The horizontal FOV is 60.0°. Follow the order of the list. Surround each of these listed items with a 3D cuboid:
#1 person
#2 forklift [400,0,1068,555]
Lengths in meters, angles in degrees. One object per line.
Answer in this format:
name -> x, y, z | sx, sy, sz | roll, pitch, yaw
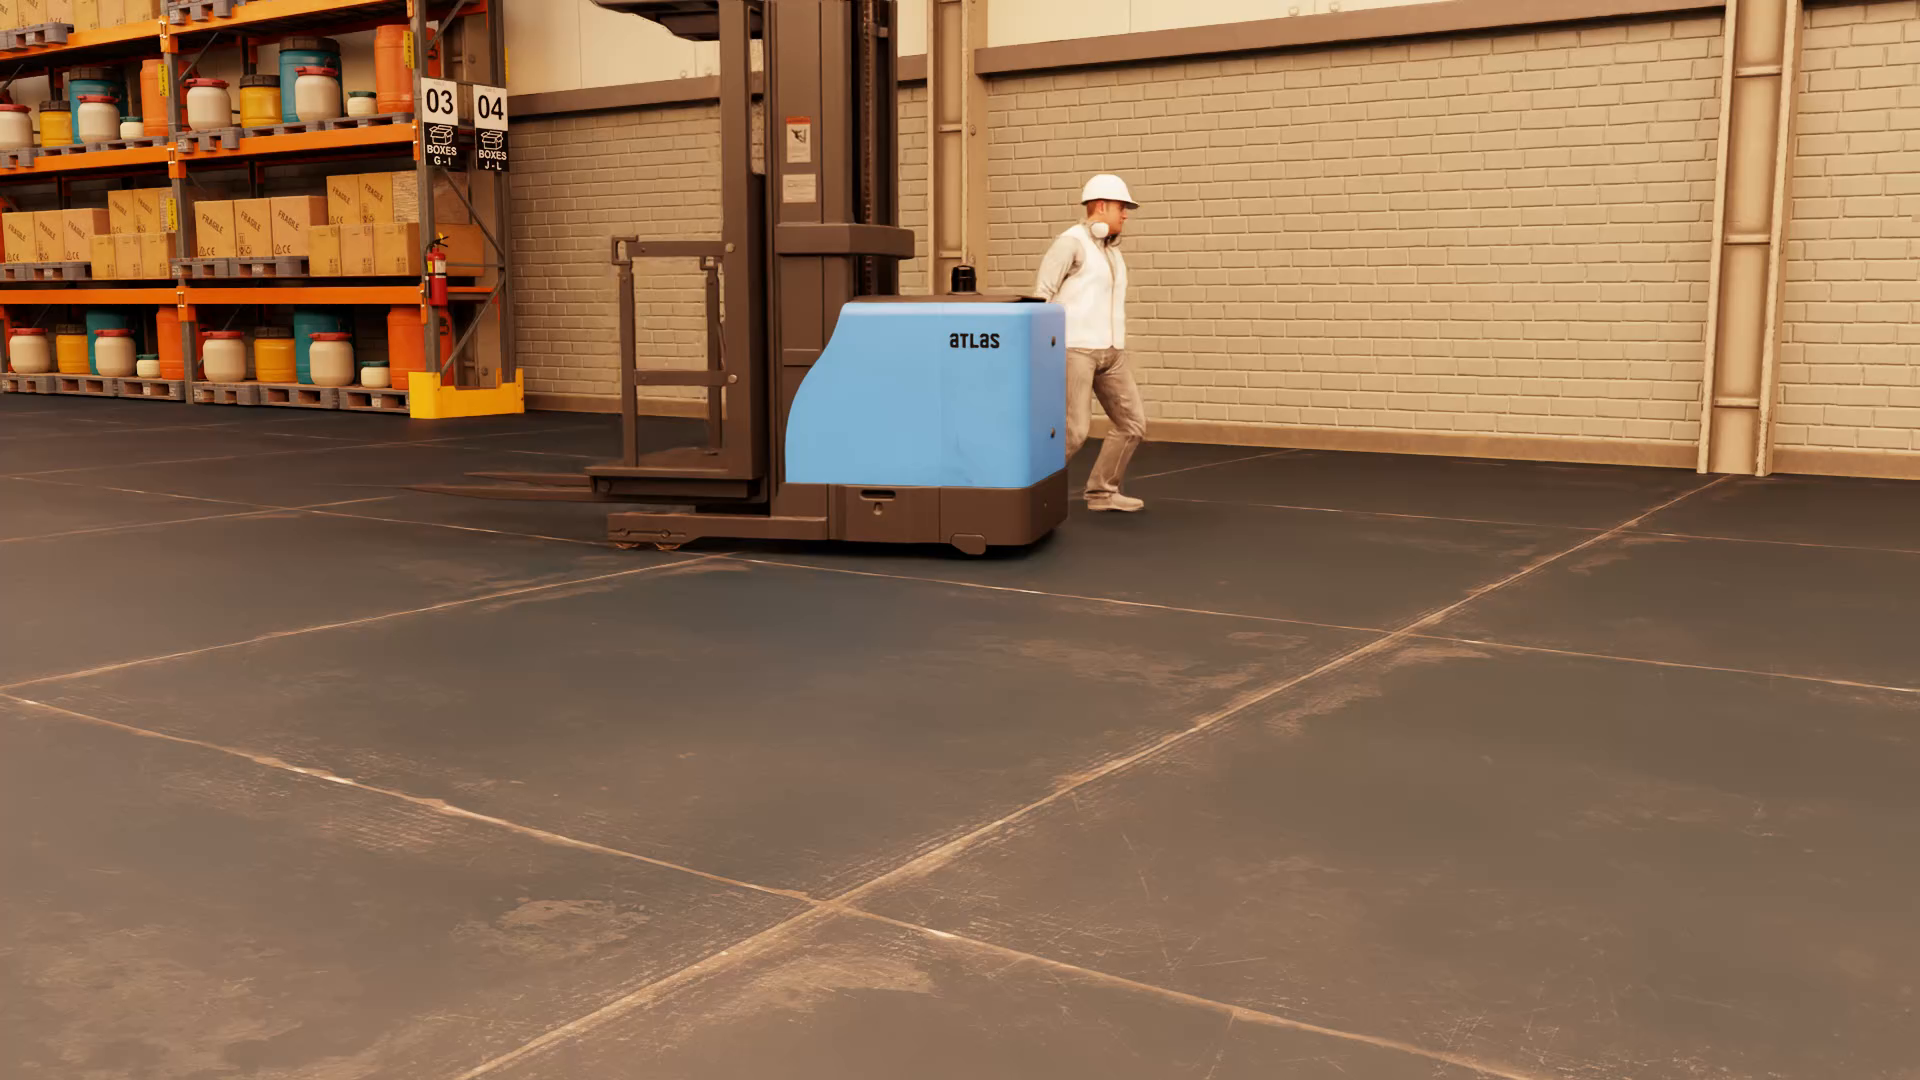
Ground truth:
person -> 0.589, -0.948, 8.366 | 0.478, 1.751, 0.848 | 7, 11, 41
forklift -> -1.068, -1.473, 7.554 | 3.031, 2.935, 1.130 | 2, 8, 13
